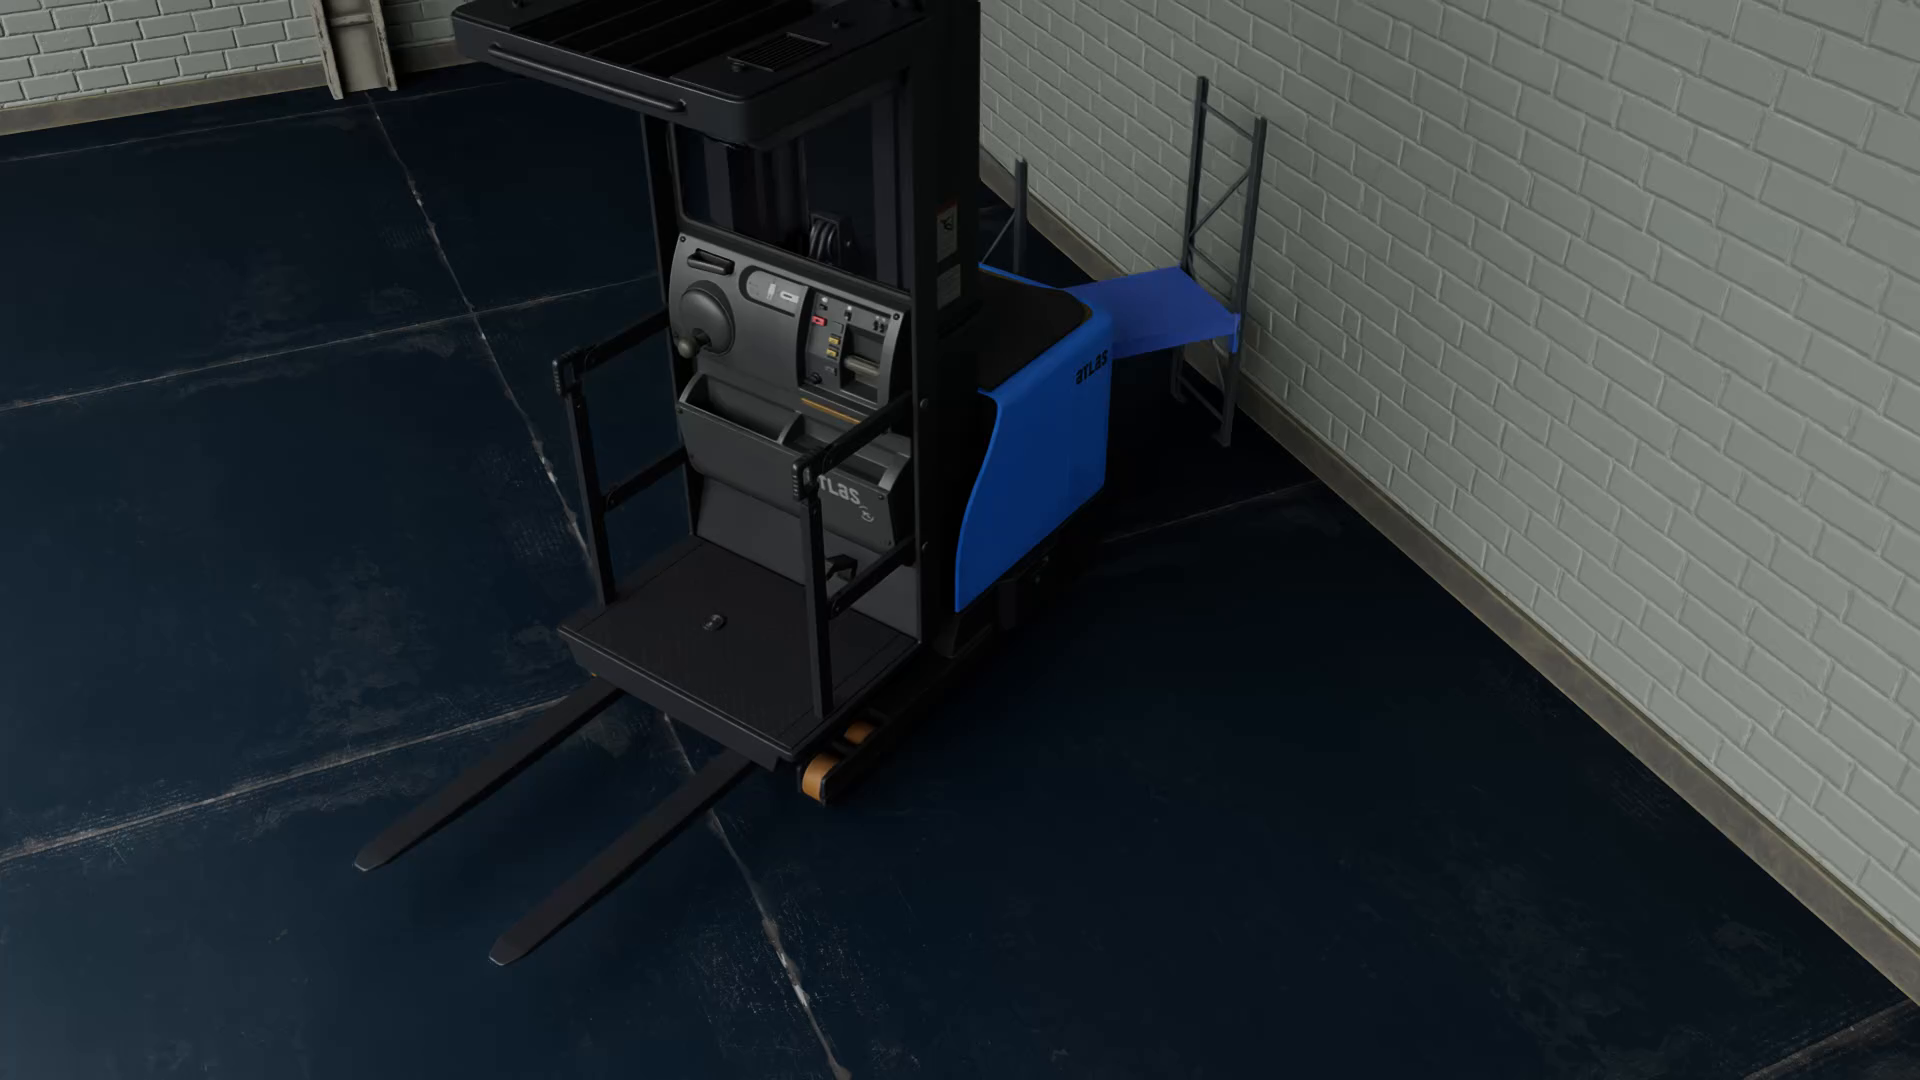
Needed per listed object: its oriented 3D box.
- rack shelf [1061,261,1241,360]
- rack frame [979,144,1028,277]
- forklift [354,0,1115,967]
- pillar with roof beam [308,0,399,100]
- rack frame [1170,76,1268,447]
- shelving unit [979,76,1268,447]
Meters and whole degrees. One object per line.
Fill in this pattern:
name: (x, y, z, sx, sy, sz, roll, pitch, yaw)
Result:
rack shelf: (0.609, -0.891, 6.994, 1.000, 0.185, 0.538, -14, 39, -18)
rack frame: (0.140, -0.919, 6.730, 0.032, 1.500, 0.500, -14, 39, -18)
forklift: (-0.686, -0.629, 5.138, 1.130, 2.935, 3.031, 23, 43, 28)
pillar with roof beam: (-2.005, -4.205, 4.866, 0.400, 9.000, 9.100, -16, 39, -20)
rack frame: (1.078, -1.152, 7.044, 0.032, 1.500, 0.500, -14, 39, -18)
shelving unit: (0.609, -1.036, 6.887, 1.048, 1.500, 0.538, -14, 39, -18)
